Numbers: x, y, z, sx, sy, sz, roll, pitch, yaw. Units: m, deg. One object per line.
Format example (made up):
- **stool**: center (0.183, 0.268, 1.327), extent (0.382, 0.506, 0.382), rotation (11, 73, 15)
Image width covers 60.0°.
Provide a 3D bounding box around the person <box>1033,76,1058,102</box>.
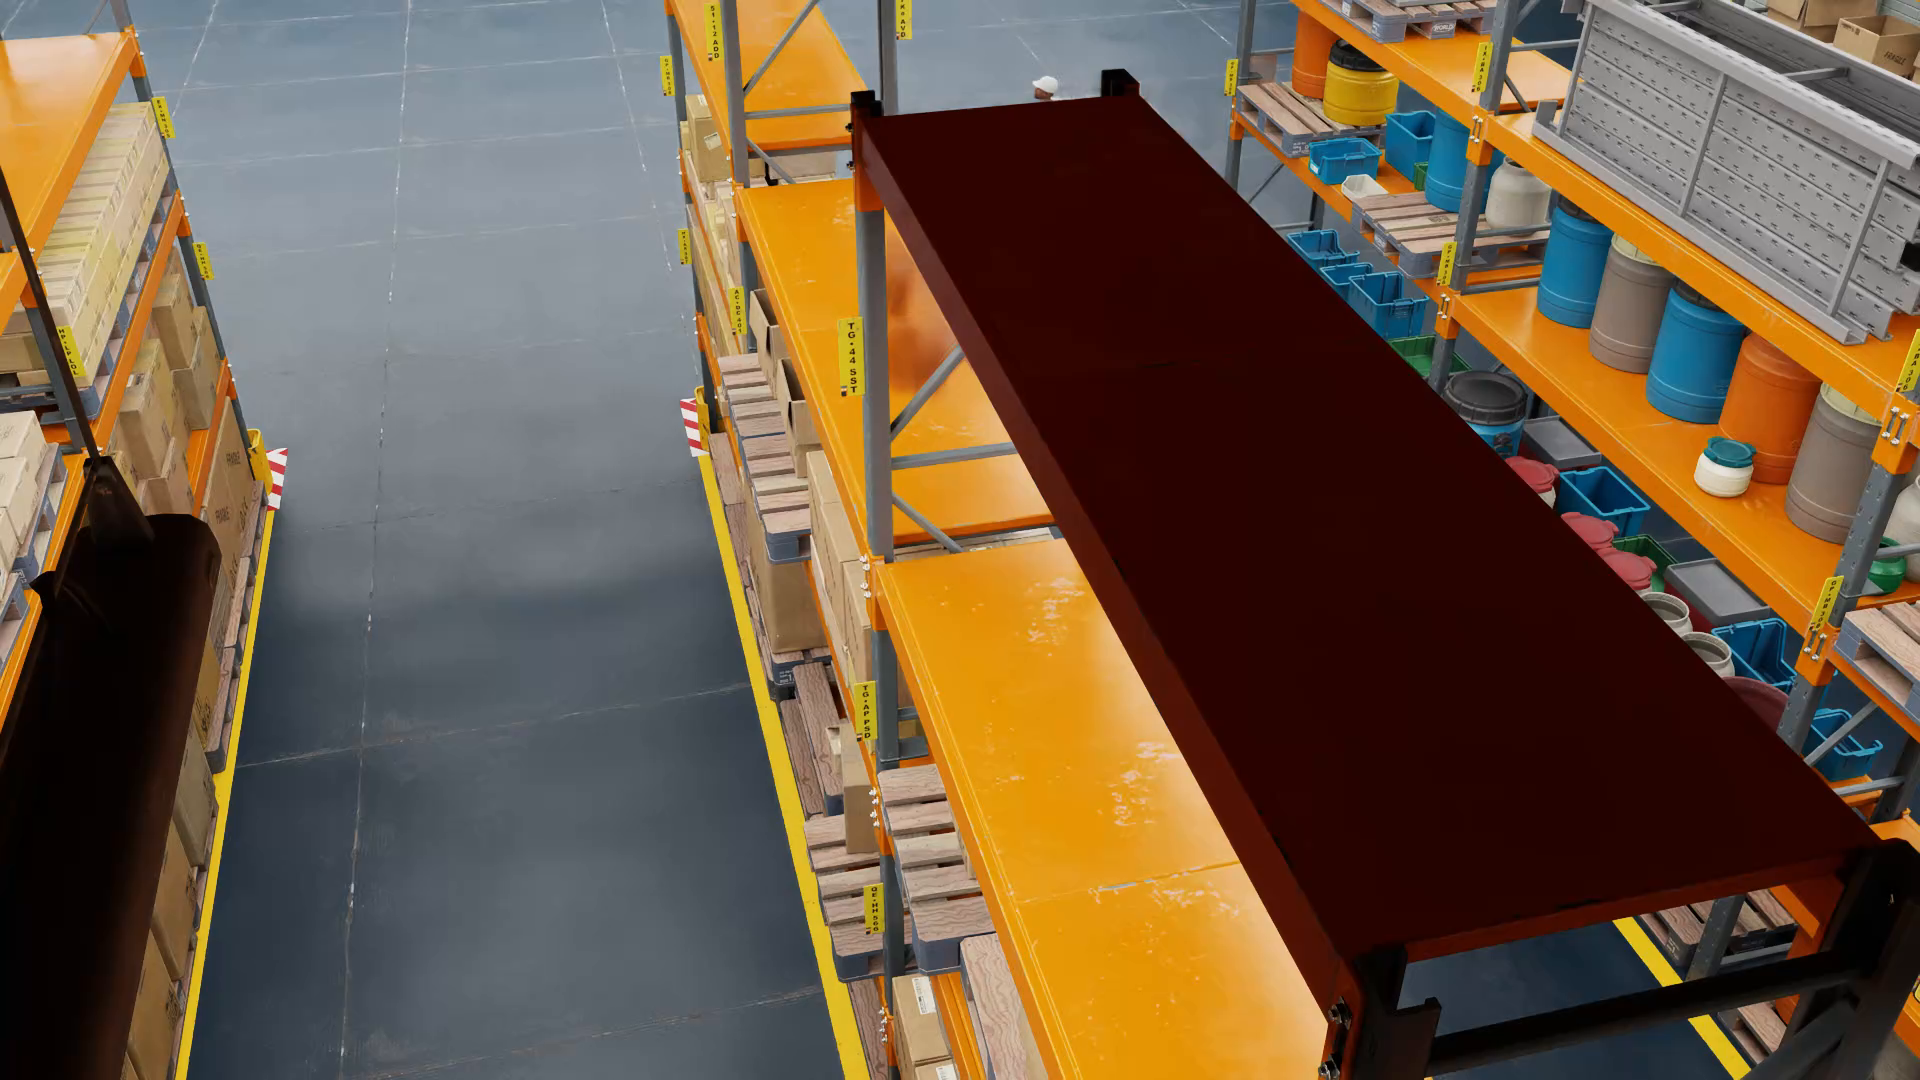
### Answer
- **person**: center (0.975, -4.491, 19.128), extent (0.609, 1.717, 0.697), rotation (4, 35, 6)
